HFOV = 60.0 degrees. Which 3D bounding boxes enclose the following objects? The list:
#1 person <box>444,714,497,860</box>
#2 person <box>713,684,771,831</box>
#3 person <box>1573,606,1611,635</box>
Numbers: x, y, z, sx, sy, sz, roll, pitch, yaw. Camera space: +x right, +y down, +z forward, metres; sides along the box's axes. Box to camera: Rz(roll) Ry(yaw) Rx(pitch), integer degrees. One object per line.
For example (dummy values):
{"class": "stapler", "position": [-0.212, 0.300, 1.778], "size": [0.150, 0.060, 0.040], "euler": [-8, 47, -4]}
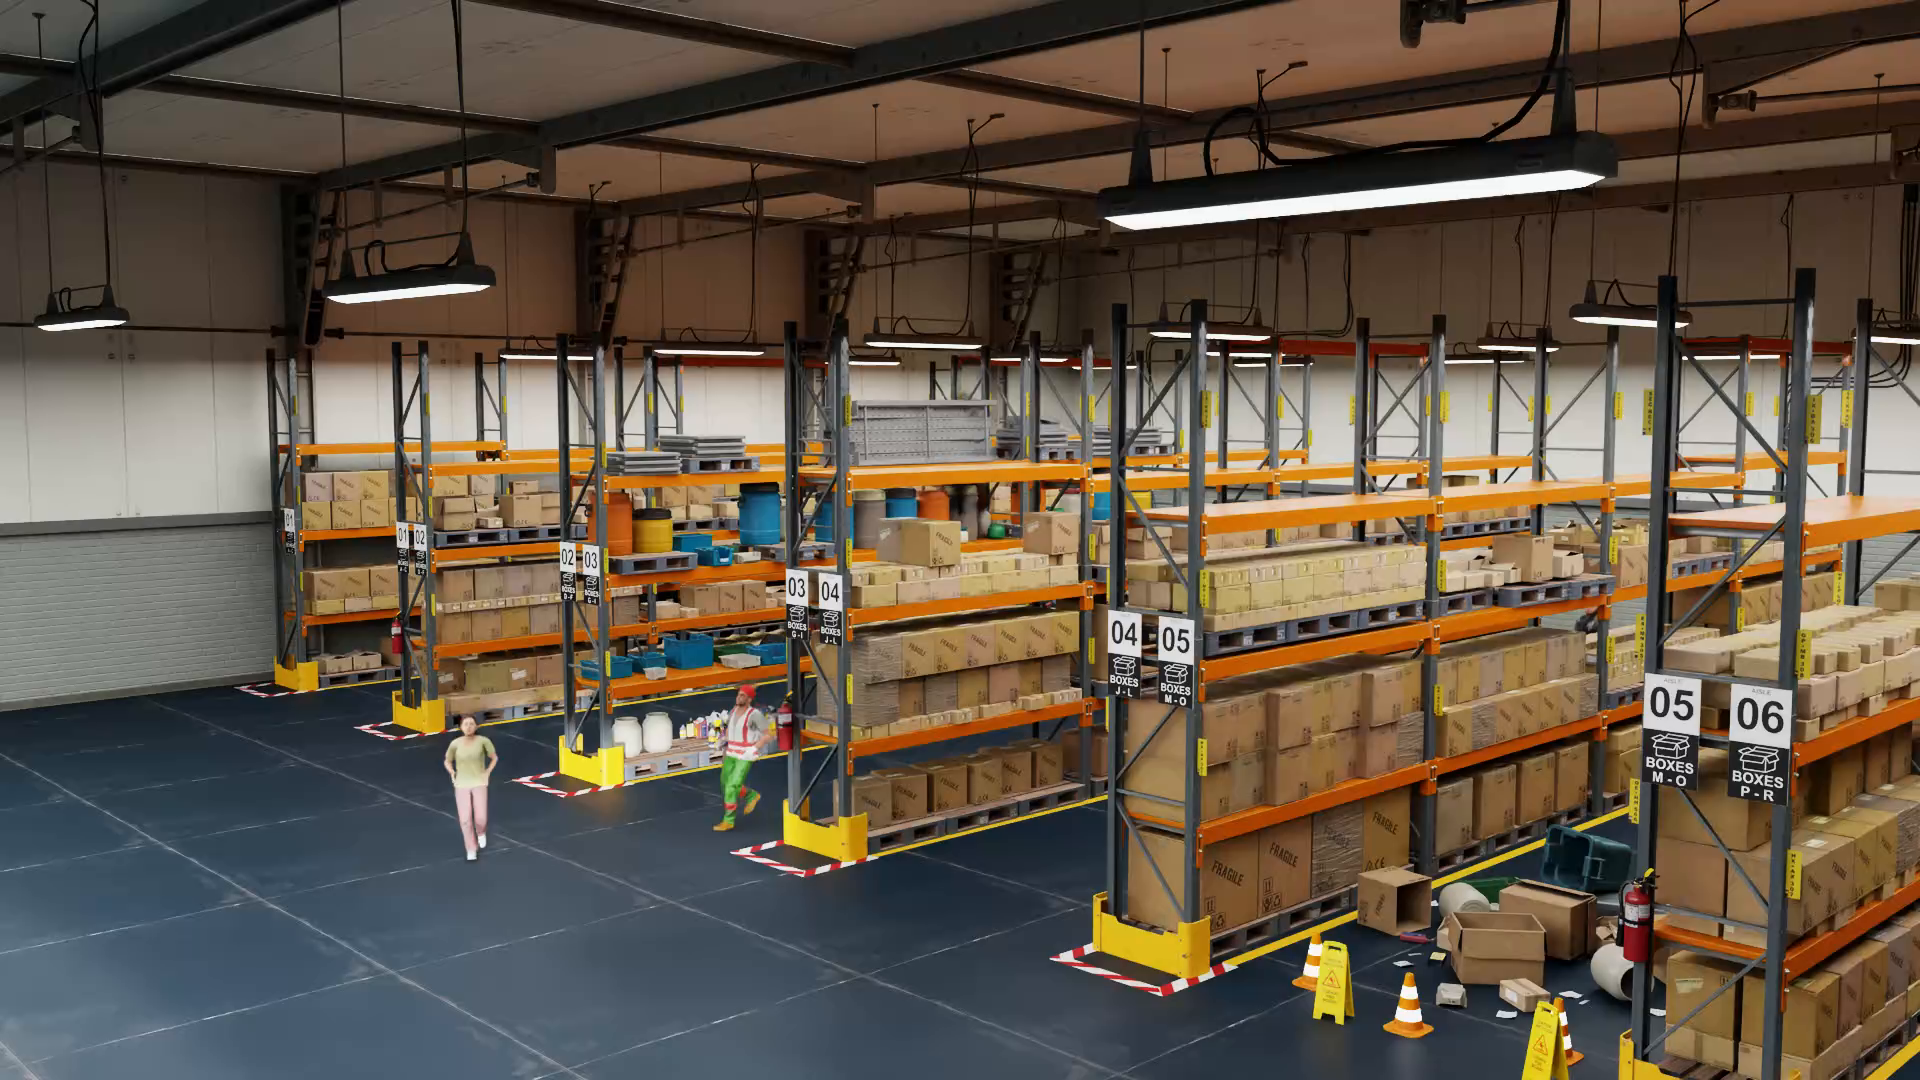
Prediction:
{"class": "person", "position": [-5.466, 2.746, 18.581], "size": [0.577, 1.620, 0.563], "euler": [-1, 5, -13]}
{"class": "person", "position": [-2.612, 2.594, 19.941], "size": [0.705, 1.721, 0.762], "euler": [4, 6, 36]}
{"class": "person", "position": [10.752, 1.884, 28.320], "size": [0.676, 1.667, 0.610], "euler": [3, 6, 30]}
